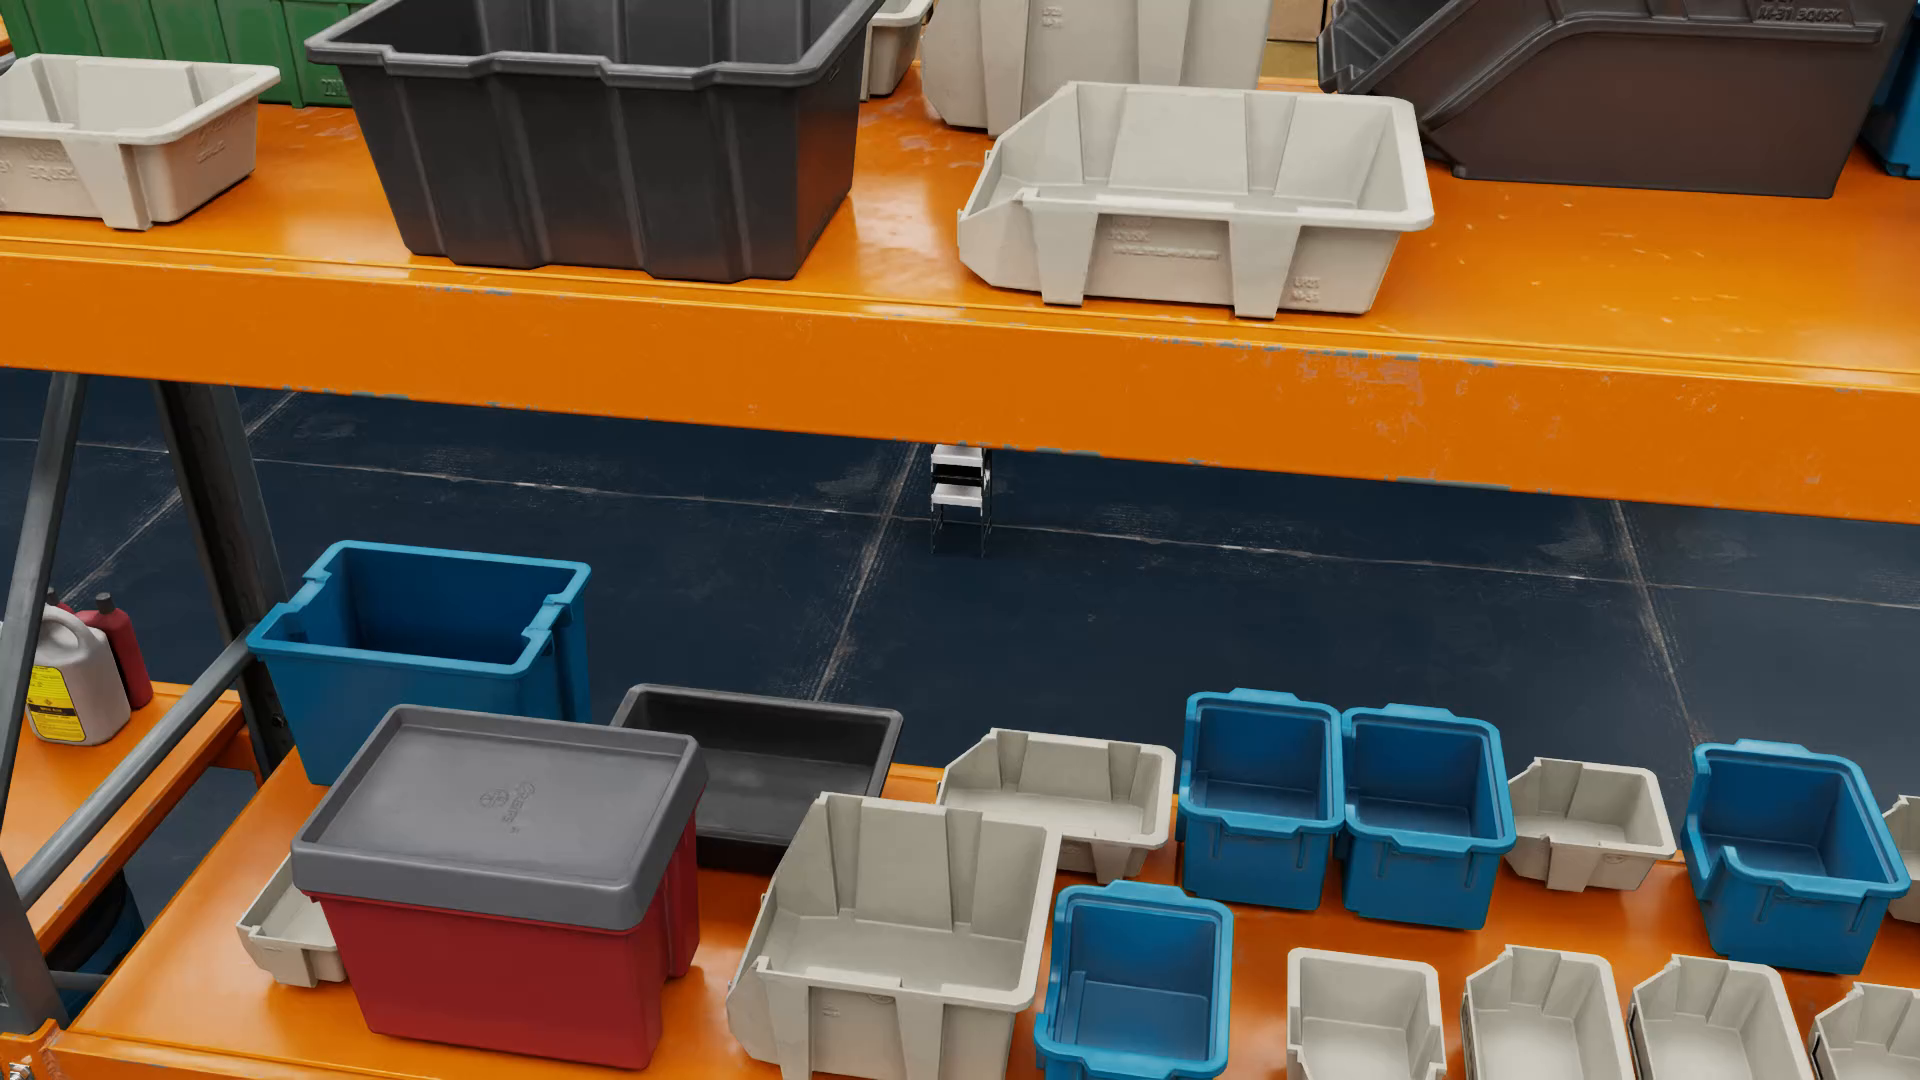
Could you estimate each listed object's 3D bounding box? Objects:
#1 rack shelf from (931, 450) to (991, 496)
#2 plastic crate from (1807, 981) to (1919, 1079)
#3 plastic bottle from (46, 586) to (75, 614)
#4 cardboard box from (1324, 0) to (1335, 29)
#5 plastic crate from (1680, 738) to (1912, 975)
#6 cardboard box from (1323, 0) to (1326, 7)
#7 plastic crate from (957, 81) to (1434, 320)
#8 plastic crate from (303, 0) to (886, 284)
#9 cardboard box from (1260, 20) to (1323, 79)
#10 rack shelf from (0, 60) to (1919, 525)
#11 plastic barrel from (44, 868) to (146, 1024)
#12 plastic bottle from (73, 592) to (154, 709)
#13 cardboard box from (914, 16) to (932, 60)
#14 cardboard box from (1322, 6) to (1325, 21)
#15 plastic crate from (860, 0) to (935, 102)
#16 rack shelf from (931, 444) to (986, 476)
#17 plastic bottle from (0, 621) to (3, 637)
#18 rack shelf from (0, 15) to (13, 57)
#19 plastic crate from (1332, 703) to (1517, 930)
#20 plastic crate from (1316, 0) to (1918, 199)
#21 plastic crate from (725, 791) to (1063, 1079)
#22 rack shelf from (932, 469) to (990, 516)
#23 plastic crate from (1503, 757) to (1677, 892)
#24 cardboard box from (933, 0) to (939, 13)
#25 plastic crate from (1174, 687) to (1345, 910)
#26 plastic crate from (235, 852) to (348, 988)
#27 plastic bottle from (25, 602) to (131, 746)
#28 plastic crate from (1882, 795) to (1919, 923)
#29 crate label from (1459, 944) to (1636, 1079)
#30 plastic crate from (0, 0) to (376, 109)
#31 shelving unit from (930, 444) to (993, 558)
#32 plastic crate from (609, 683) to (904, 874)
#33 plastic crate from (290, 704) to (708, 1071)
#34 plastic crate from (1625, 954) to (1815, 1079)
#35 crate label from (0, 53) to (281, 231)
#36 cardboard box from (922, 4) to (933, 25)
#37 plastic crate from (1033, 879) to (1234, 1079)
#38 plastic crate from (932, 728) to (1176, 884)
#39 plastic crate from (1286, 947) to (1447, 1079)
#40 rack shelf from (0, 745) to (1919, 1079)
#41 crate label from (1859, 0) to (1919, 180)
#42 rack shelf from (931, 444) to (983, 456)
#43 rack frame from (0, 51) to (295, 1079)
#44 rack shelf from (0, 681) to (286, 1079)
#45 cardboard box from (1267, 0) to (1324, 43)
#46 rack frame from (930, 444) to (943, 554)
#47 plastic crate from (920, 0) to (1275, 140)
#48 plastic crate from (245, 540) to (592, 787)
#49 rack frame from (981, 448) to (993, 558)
[{"bbox_3d":[0.008,-0.276,6.576,0.200,0.077,0.258,5,32,8],"label":"rack shelf"},{"bbox_3d":[1.521,0.909,2.663,0.243,0.136,0.396,5,32,8],"label":"plastic crate"},{"bbox_3d":[-2.009,0.225,3.673,0.133,0.283,0.061,5,32,8],"label":"plastic bottle"},{"bbox_3d":[1.697,-2.240,6.465,0.500,0.500,0.500,6,33,10],"label":"cardboard box"},{"bbox_3d":[1.518,0.593,3.076,0.300,0.233,0.416,5,32,8],"label":"plastic crate"},{"bbox_3d":[1.790,-2.523,6.917,0.500,0.500,0.500,6,32,9],"label":"cardboard box"},{"bbox_3d":[0.276,-0.414,2.005,0.530,0.136,0.437,5,32,8],"label":"plastic crate"},{"bbox_3d":[-0.410,-0.518,2.047,0.590,0.269,0.497,5,32,8],"label":"plastic crate"},{"bbox_3d":[1.205,-1.866,6.810,0.500,0.500,0.500,5,32,8],"label":"cardboard box"},{"bbox_3d":[0.383,-0.344,2.324,4.000,0.370,1.077,5,32,8],"label":"rack shelf"},{"bbox_3d":[-2.121,1.098,3.751,0.708,0.901,0.600,5,32,8],"label":"plastic barrel"},{"bbox_3d":[-1.878,0.237,3.654,0.133,0.283,0.061,5,32,8],"label":"plastic bottle"},{"bbox_3d":[-0.294,-2.001,7.025,0.500,0.500,0.500,6,33,9],"label":"cardboard box"},{"bbox_3d":[1.795,-2.099,7.182,0.500,0.500,0.500,5,32,8],"label":"cardboard box"},{"bbox_3d":[-0.270,-0.801,2.625,0.466,0.136,0.293,5,32,8],"label":"plastic crate"},{"bbox_3d":[0.008,-0.352,6.528,0.200,0.077,0.258,5,32,8],"label":"rack shelf"},{"bbox_3d":[-2.126,0.259,3.696,0.097,0.201,0.097,0,32,0],"label":"plastic bottle"},{"bbox_3d":[-3.560,-0.701,2.894,4.000,0.370,1.077,5,32,8],"label":"rack shelf"},{"bbox_3d":[0.869,0.535,3.170,0.300,0.233,0.416,5,32,8],"label":"plastic crate"},{"bbox_3d":[0.895,-0.725,2.312,0.767,0.338,0.504,5,32,8],"label":"plastic crate"},{"bbox_3d":[-0.114,0.701,2.858,0.530,0.282,0.437,5,32,8],"label":"plastic crate"},{"bbox_3d":[0.008,-0.200,6.623,0.200,0.077,0.258,5,32,8],"label":"rack shelf"},{"bbox_3d":[1.196,0.560,3.219,0.298,0.136,0.250,5,32,8],"label":"plastic crate"},{"bbox_3d":[0.175,-2.378,6.685,0.500,0.500,0.500,4,32,7],"label":"cardboard box"},{"bbox_3d":[0.573,0.508,3.213,0.300,0.233,0.416,5,32,8],"label":"plastic crate"},{"bbox_3d":[-1.153,0.646,3.082,0.243,0.136,0.396,5,32,8],"label":"plastic crate"},{"bbox_3d":[-1.920,0.260,3.554,0.185,0.351,0.144,5,32,8],"label":"plastic bottle"},{"bbox_3d":[1.865,0.621,3.123,0.298,0.136,0.250,5,32,8],"label":"plastic crate"},{"bbox_3d":[0.959,0.864,2.735,0.243,0.136,0.396,5,32,8],"label":"crate label"},{"bbox_3d":[-1.120,-0.858,2.666,0.662,0.188,0.450,5,32,8],"label":"plastic crate"},{"bbox_3d":[0.008,-0.381,6.510,0.210,0.900,0.258,5,32,8],"label":"shelving unit"},{"bbox_3d":[-0.439,0.494,3.336,0.590,0.125,0.437,5,32,8],"label":"plastic crate"},{"bbox_3d":[-0.750,0.602,2.844,0.583,0.464,0.402,5,32,8],"label":"plastic crate"},{"bbox_3d":[1.237,0.876,2.716,0.243,0.136,0.396,5,32,8],"label":"plastic crate"},{"bbox_3d":[-1.154,-0.521,2.177,0.466,0.136,0.293,5,32,8],"label":"crate label"},{"bbox_3d":[-0.334,-2.424,6.758,0.500,0.500,0.500,6,33,9],"label":"cardboard box"},{"bbox_3d":[0.287,0.797,2.751,0.300,0.233,0.416,5,32,8],"label":"plastic crate"},{"bbox_3d":[0.179,0.528,3.271,0.466,0.136,0.293,5,32,8],"label":"plastic crate"},{"bbox_3d":[0.664,0.847,2.762,0.250,0.136,0.298,5,32,8],"label":"plastic crate"},{"bbox_3d":[0.383,0.927,3.120,4.000,0.370,1.077,5,32,8],"label":"rack shelf"},{"bbox_3d":[1.500,-0.659,2.289,0.502,0.251,0.408,5,32,8],"label":"crate label"},{"bbox_3d":[0.008,-0.429,6.480,0.200,0.077,0.258,5,32,8],"label":"rack shelf"},{"bbox_3d":[-1.589,0.445,3.211,0.053,2.616,0.949,5,32,8],"label":"rack frame"},{"bbox_3d":[-3.560,0.570,3.690,4.000,0.370,1.077,5,32,8],"label":"rack shelf"},{"bbox_3d":[1.191,-2.286,6.538,0.500,0.500,0.500,6,33,10],"label":"cardboard box"},{"bbox_3d":[-0.092,-0.390,6.525,0.006,0.900,0.240,5,32,8],"label":"rack frame"},{"bbox_3d":[0.222,-0.780,2.453,0.530,0.282,0.437,5,32,8],"label":"plastic crate"},{"bbox_3d":[-1.070,0.288,3.421,0.575,0.384,0.392,5,32,8],"label":"plastic crate"},{"bbox_3d":[0.108,-0.372,6.496,0.006,0.900,0.240,5,32,8],"label":"rack frame"}]
